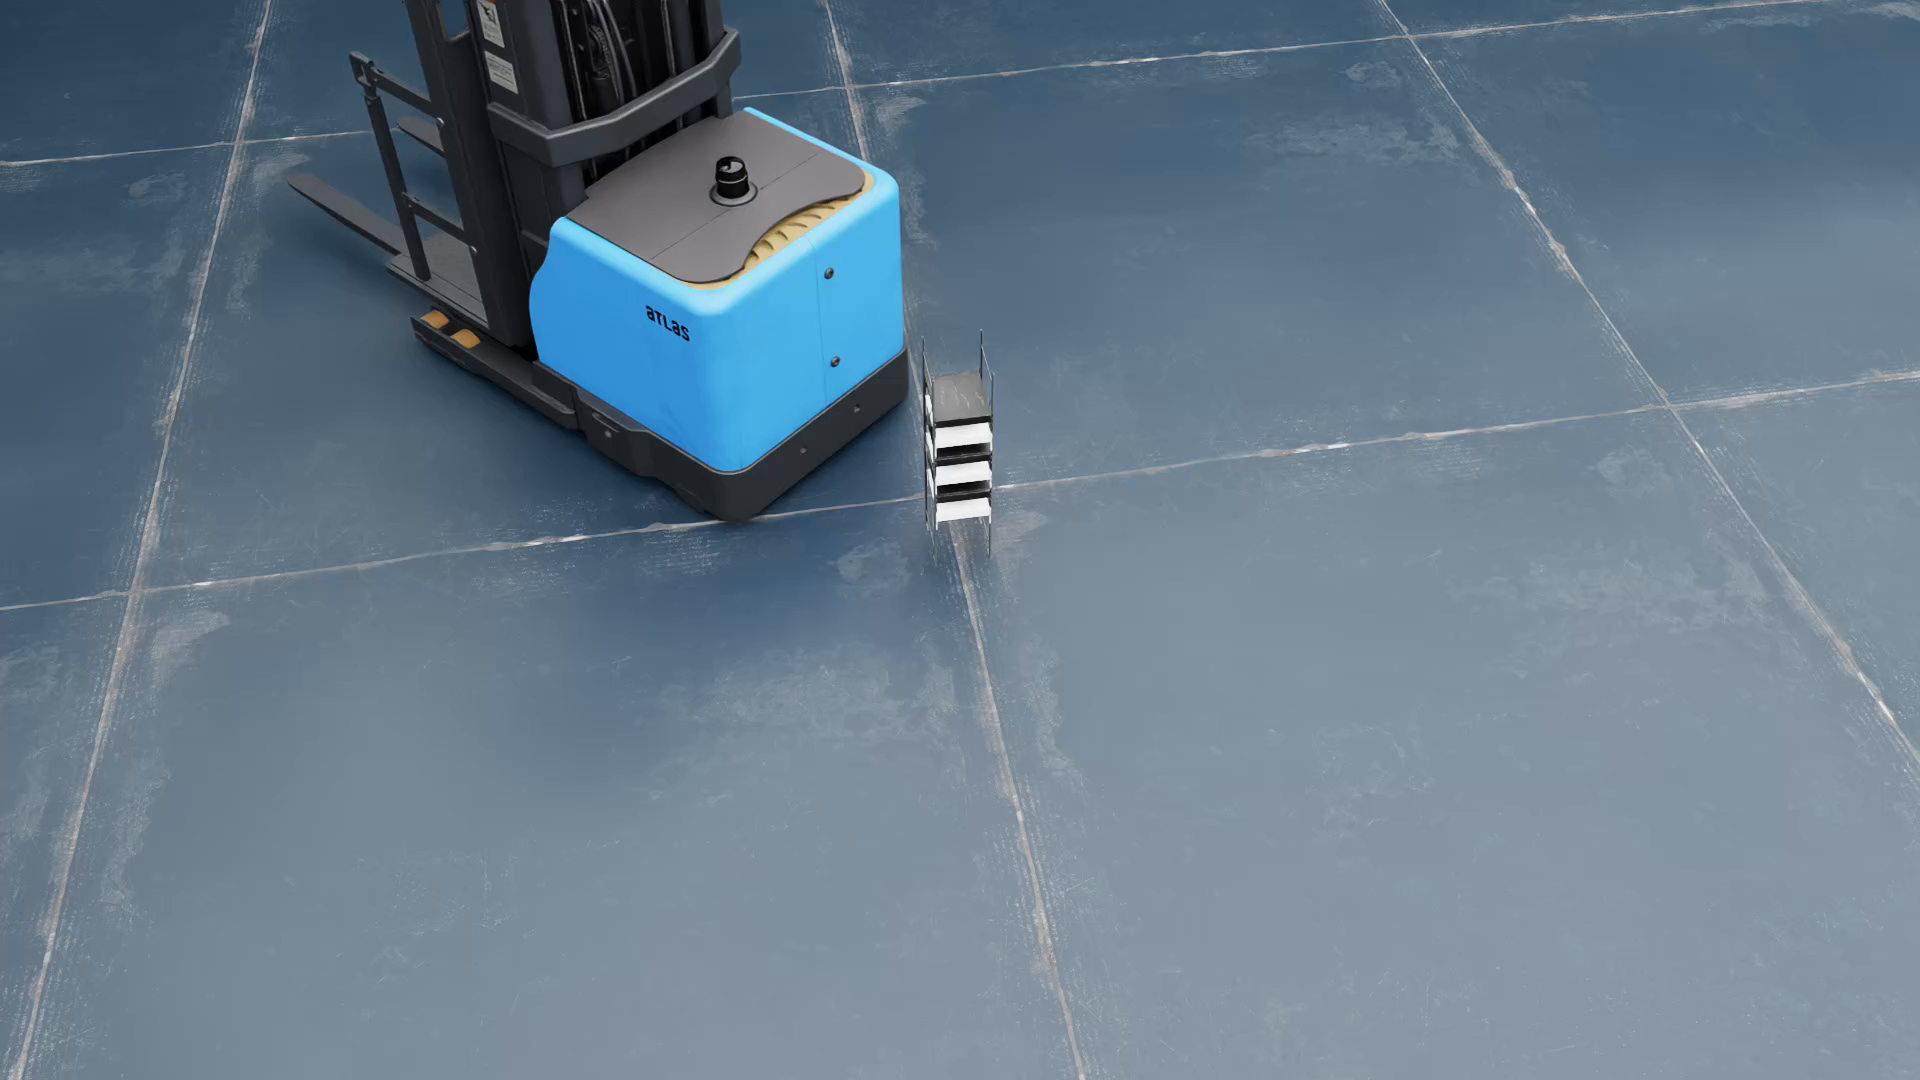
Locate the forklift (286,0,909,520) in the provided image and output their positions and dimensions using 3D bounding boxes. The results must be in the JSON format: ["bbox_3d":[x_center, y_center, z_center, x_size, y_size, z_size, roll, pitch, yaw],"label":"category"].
[{"bbox_3d":[-1.667,-1.992,6.134,3.031,2.935,1.130,31,53,26],"label":"forklift"}]

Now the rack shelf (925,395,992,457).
[{"bbox_3d":[-0.008,-0.413,5.819,0.200,0.077,0.258,-7,46,-7],"label":"rack shelf"}]

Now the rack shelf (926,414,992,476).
[{"bbox_3d":[-0.008,-0.351,5.884,0.200,0.077,0.258,-7,46,-7],"label":"rack shelf"}]

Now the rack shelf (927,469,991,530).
[{"bbox_3d":[-0.008,-0.163,6.079,0.200,0.077,0.258,-7,46,-7],"label":"rack shelf"}]

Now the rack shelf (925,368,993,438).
[{"bbox_3d":[-0.008,-0.475,5.755,0.200,0.077,0.258,-7,46,-7],"label":"rack shelf"}]

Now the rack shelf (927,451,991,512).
[{"bbox_3d":[-0.008,-0.226,6.014,0.200,0.077,0.258,-7,46,-7],"label":"rack shelf"}]

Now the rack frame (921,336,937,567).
[{"bbox_3d":[-0.108,-0.299,5.913,0.006,0.900,0.240,-7,46,-7],"label":"rack frame"}]

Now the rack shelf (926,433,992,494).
[{"bbox_3d":[-0.008,-0.288,5.949,0.200,0.077,0.258,-7,46,-7],"label":"rack shelf"}]

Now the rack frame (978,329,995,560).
[{"bbox_3d":[0.092,-0.324,5.937,0.006,0.900,0.240,-7,46,-7],"label":"rack frame"}]

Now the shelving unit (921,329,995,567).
[{"bbox_3d":[-0.008,-0.311,5.925,0.210,0.900,0.258,-7,46,-7],"label":"shelving unit"}]
